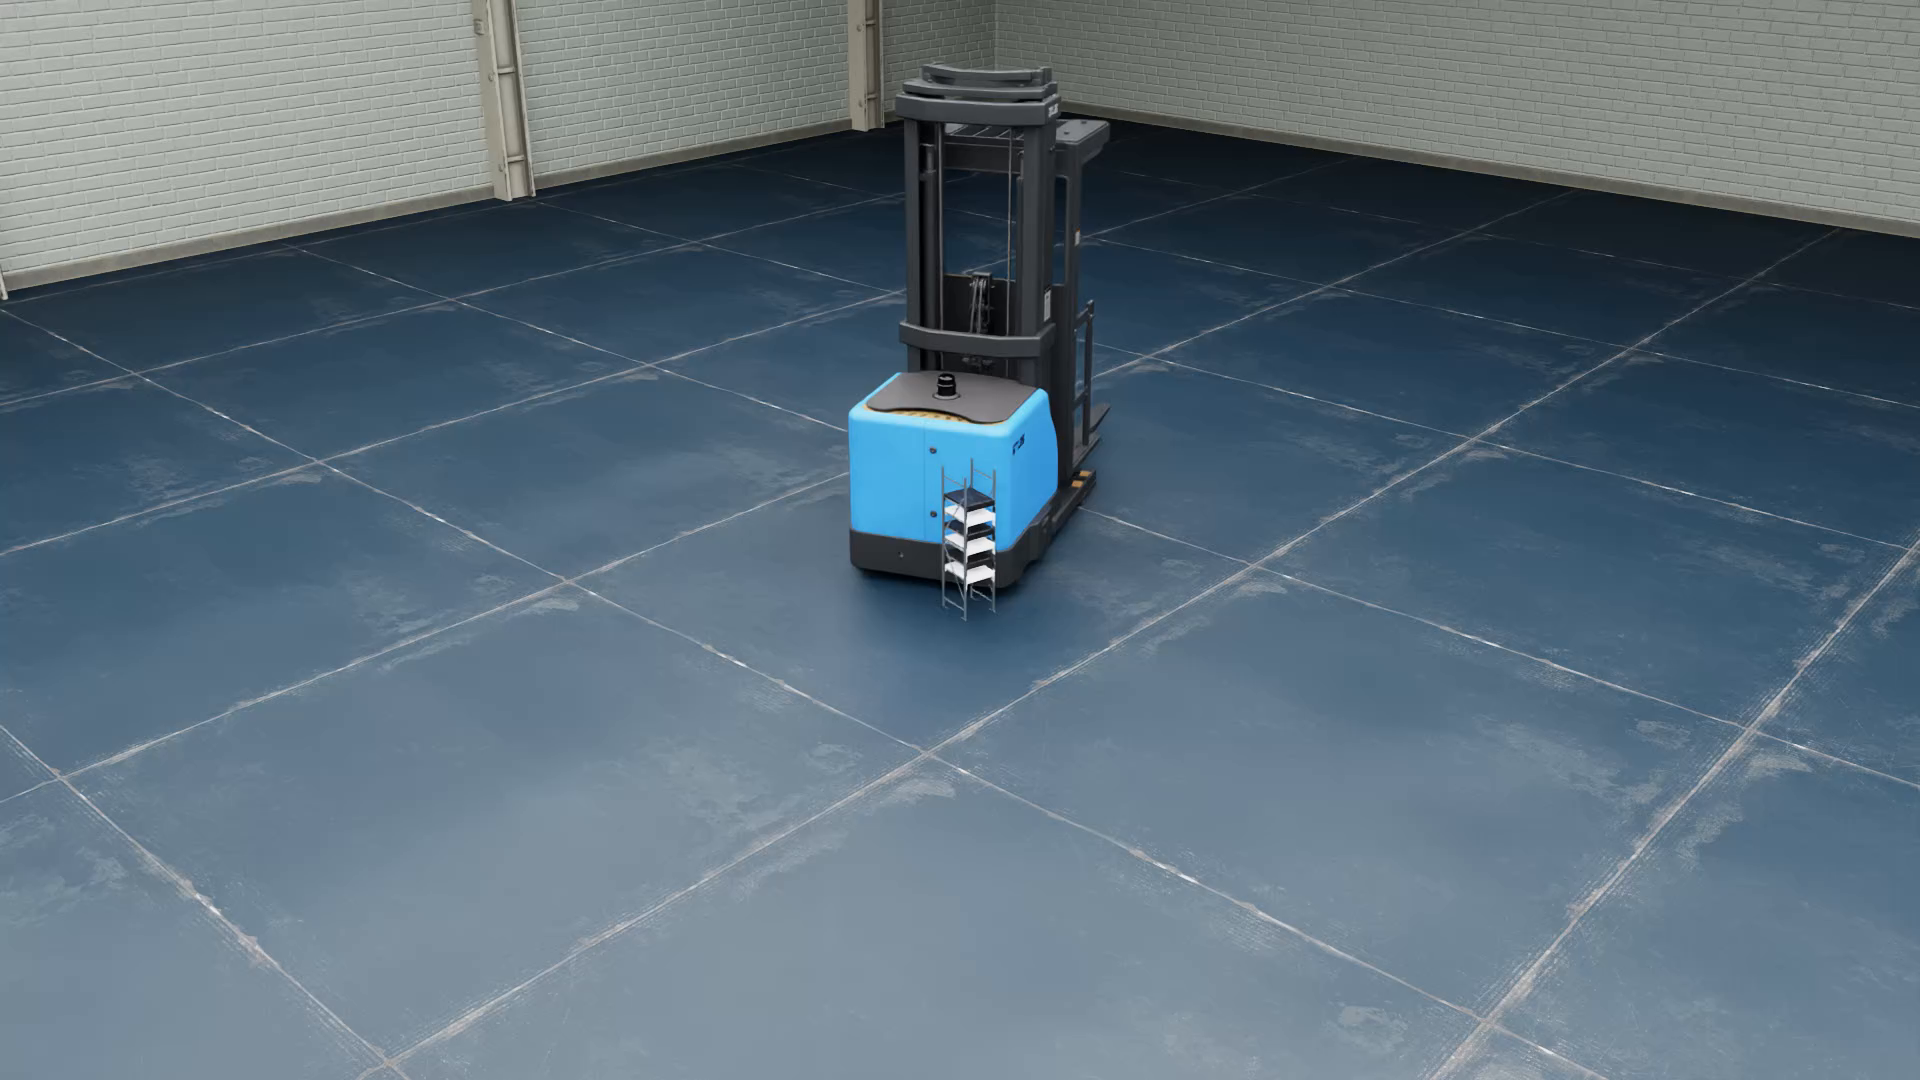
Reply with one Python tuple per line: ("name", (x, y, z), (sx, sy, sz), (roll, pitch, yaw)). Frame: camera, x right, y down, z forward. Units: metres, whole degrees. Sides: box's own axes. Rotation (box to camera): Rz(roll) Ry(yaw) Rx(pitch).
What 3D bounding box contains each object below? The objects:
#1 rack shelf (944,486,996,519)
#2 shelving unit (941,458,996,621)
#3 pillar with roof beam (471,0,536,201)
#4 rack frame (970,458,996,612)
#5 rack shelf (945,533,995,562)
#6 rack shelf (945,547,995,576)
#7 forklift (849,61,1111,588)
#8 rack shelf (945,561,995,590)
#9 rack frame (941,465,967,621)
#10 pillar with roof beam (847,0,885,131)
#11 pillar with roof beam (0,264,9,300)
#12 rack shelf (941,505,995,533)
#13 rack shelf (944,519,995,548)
("rack shelf", (0.048, -0.218, 9.557), (0.200, 0.077, 0.258), (-16, 29, -32))
("shelving unit", (0.048, -0.002, 9.654), (0.210, 0.900, 0.258), (-16, 29, -32))
("pillar with roof beam", (-2.132, -7.050, 15.474), (9.100, 9.000, 0.400), (20, 31, 38))
("rack frame", (0.131, -0.026, 9.708), (0.006, 0.900, 0.240), (-16, 29, -32))
("rack shelf", (0.048, 0.029, 9.668), (0.200, 0.077, 0.258), (-16, 29, -32))
("rack shelf", (0.048, 0.111, 9.704), (0.200, 0.077, 0.258), (-16, 29, -32))
("forklift", (0.301, -1.625, 10.792), (1.130, 2.935, 3.031), (8, 25, 18))
("rack shelf", (0.048, 0.193, 9.741), (0.200, 0.077, 0.258), (-16, 29, -32))
("rack frame", (-0.034, 0.022, 9.600), (0.006, 0.900, 0.240), (-16, 29, -32))
("pillar with roof beam", (1.873, -8.878, 19.551), (9.100, 9.000, 0.400), (20, 31, 38))
("pillar with roof beam", (-6.136, -5.222, 11.397), (9.100, 9.000, 0.400), (20, 31, 38))
("rack shelf", (0.048, -0.136, 9.594), (0.200, 0.077, 0.258), (-16, 29, -32))
("rack shelf", (0.048, -0.053, 9.631), (0.200, 0.077, 0.258), (-16, 29, -32))
